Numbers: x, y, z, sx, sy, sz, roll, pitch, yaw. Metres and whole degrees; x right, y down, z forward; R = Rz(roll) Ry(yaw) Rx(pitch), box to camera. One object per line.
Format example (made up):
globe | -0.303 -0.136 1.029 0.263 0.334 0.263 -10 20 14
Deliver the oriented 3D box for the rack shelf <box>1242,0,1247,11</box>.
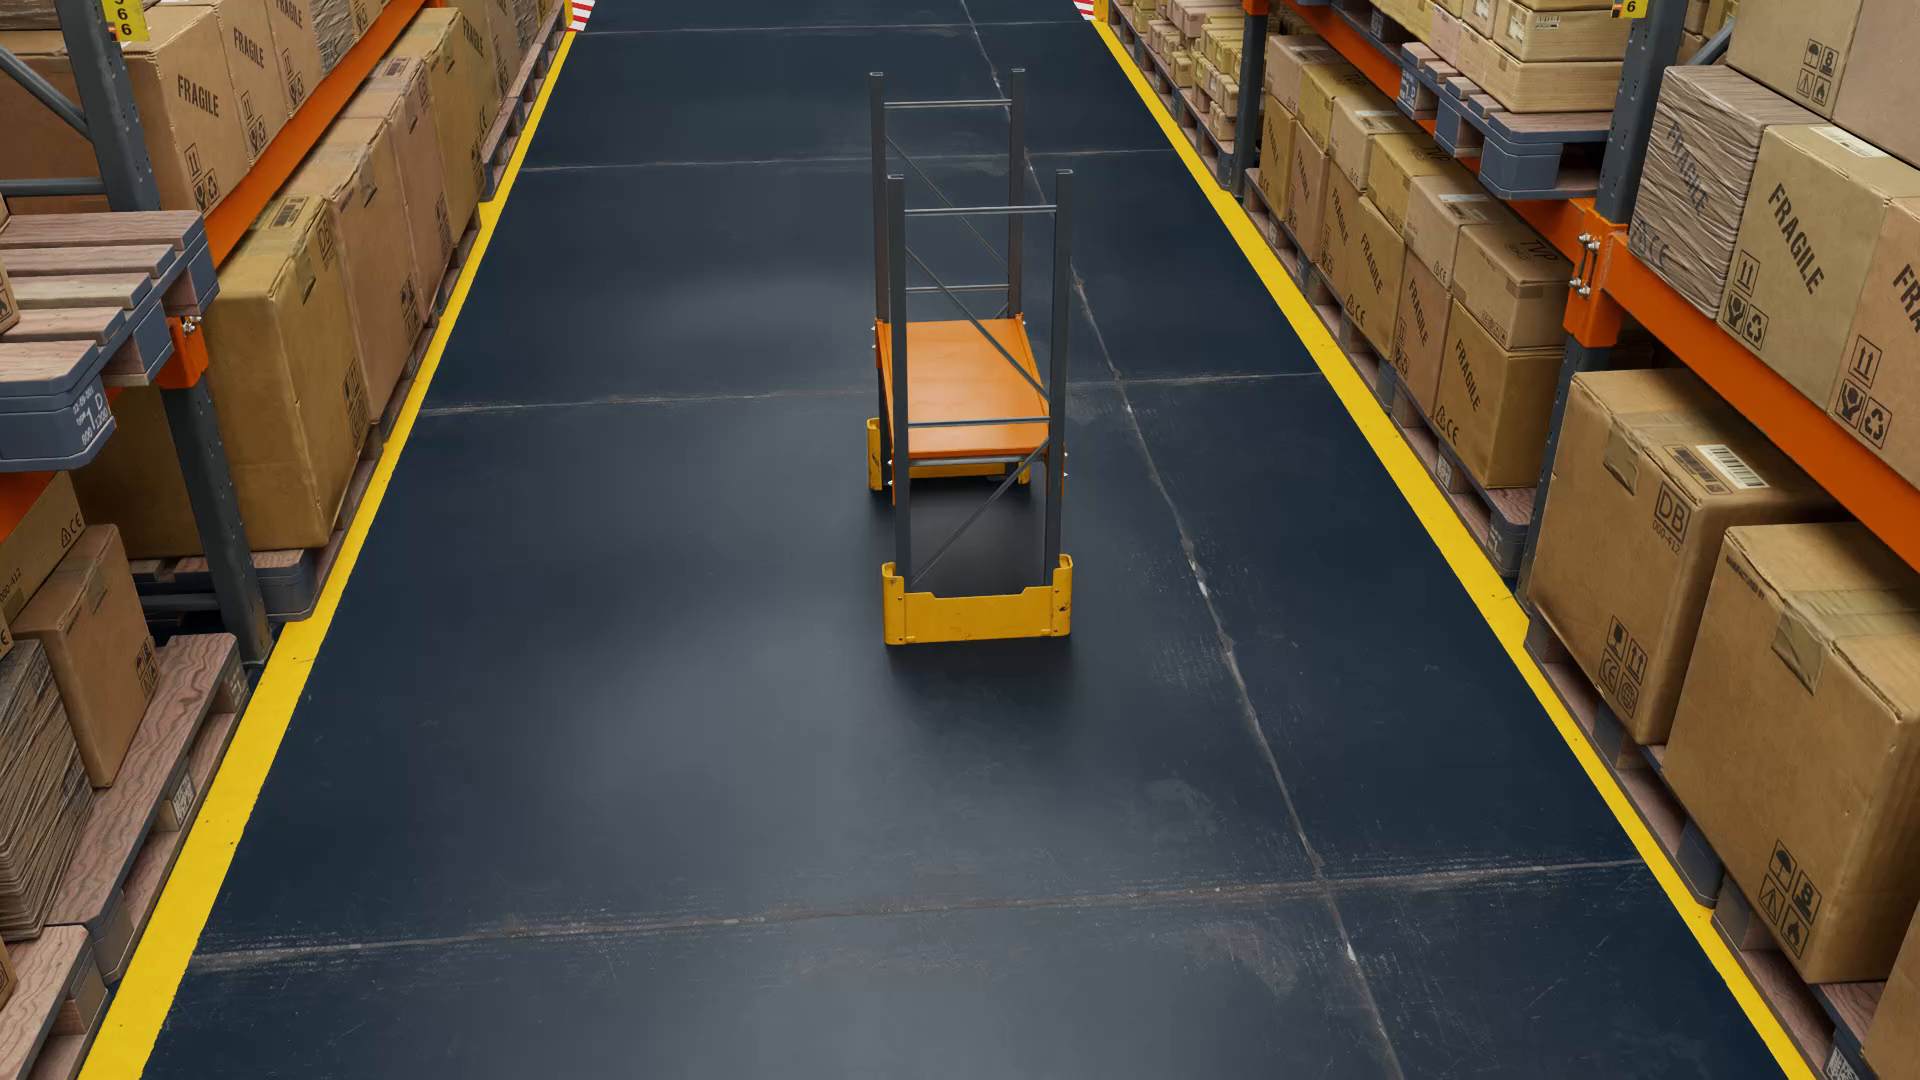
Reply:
rack shelf | 1.752 -3.846 9.965 1.077 0.370 4.000 -3 31 -5

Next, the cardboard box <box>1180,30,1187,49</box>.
cardboard box | 1.538 -3.036 9.989 0.380 0.149 0.250 -4 31 -7

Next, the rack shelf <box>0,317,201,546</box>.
rack shelf | -2.449 0.425 2.815 1.077 0.370 4.000 -3 31 -5

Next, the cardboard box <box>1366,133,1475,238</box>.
cardboard box | 1.897 -1.374 6.423 0.500 0.250 0.500 -2 31 -3

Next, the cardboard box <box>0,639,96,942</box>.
cardboard box | -2.488 0.603 3.824 0.700 0.500 0.500 -5 31 -9

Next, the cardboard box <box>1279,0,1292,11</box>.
cardboard box | 2.084 -3.067 9.750 0.380 0.149 0.250 -2 31 -4

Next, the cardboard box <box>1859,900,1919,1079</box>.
cardboard box | 2.452 0.931 3.050 1.050 0.750 0.750 -3 31 -5

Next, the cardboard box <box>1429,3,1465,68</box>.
cardboard box | 1.763 -1.652 5.425 0.380 0.149 0.250 -2 31 -4

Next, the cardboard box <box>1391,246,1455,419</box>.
cardboard box | 1.946 -0.787 6.171 0.500 0.500 0.500 -2 31 -3

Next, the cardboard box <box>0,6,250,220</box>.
cardboard box | -2.410 -1.209 4.752 0.500 0.500 0.500 -2 31 -3

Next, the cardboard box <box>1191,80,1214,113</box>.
cardboard box | 1.533 -2.542 9.452 0.380 0.149 0.250 -4 31 -6

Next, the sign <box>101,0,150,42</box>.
sign | -2.096 -1.399 4.115 0.100 0.325 0.005 -3 31 -5

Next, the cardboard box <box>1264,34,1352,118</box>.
cardboard box | 1.744 -2.173 7.759 0.500 0.250 0.500 -4 31 -7

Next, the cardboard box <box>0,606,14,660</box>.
cardboard box | -2.483 0.268 3.653 0.500 0.250 0.500 1 31 1

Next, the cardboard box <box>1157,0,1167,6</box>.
cardboard box | 1.418 -3.433 10.362 0.380 0.149 0.250 -2 31 -4

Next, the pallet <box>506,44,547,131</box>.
pallet | -3.119 -2.767 10.176 1.003 0.211 1.213 -3 31 -5

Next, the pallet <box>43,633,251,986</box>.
pallet | -2.564 0.691 4.387 1.003 0.211 1.213 -3 31 -5

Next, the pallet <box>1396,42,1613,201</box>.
pallet | 2.140 -1.368 5.302 1.213 0.211 1.003 -3 31 -5

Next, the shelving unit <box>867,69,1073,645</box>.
shelving unit | 0.007 -0.605 5.300 0.587 1.500 1.083 -3 31 -5

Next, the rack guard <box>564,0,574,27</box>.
rack guard | -3.385 -3.929 11.840 1.175 0.500 0.348 -3 31 -5

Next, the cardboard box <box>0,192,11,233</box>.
cardboard box | -2.545 -0.855 3.749 0.500 0.500 0.500 -6 31 -11

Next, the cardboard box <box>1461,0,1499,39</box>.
cardboard box | 1.786 -1.658 5.146 0.380 0.149 0.250 -2 31 -3

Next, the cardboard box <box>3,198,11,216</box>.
cardboard box | -2.928 -1.188 4.717 0.500 0.500 0.500 -2 31 -3

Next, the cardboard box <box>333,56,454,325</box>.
cardboard box | -2.845 -1.434 6.887 1.225 0.875 0.875 -4 31 -6

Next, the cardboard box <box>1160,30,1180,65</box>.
cardboard box | 1.453 -3.060 10.319 0.380 0.149 0.250 -3 31 -5

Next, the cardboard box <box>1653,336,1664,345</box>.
cardboard box | 2.489 -0.884 5.602 0.500 0.250 0.500 -4 31 -7

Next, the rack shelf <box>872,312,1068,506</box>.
rack shelf | 0.008 -0.446 5.385 0.538 0.185 1.000 -3 31 -5

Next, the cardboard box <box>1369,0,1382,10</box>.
cardboard box | 1.694 -2.049 6.090 0.380 0.149 0.250 -2 31 -3

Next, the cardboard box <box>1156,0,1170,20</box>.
cardboard box | 1.474 -3.450 10.681 0.380 0.149 0.250 -4 31 -7

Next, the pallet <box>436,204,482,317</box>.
pallet | -2.862 -1.360 7.821 1.003 0.211 1.213 -3 31 -5

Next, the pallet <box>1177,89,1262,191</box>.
pallet | 1.841 -2.277 9.357 1.003 0.211 1.213 -3 31 -5

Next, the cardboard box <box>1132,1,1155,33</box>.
cardboard box | 1.346 -3.457 10.983 0.380 0.149 0.250 -2 31 -4

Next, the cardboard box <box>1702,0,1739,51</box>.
cardboard box | 2.467 -1.548 4.961 0.380 0.149 0.250 -1 31 -2

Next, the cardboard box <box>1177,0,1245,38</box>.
cardboard box | 1.489 -3.040 9.704 0.380 0.149 0.250 -4 31 -7

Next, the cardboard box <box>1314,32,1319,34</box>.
cardboard box | 2.146 -2.674 9.093 0.380 0.149 0.250 -1 31 -2

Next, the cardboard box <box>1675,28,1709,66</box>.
cardboard box | 2.446 -1.539 5.236 0.380 0.149 0.250 -1 31 -2

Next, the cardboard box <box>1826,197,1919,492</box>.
cardboard box | 2.182 -0.375 3.355 0.500 0.500 0.500 -3 31 -5

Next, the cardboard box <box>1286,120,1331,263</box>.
cardboard box | 1.795 -1.581 7.499 0.500 0.500 0.500 -1 31 -2

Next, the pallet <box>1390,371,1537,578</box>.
pallet | 2.241 -0.293 6.035 1.003 0.211 1.213 -3 31 -5

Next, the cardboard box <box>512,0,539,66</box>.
cardboard box | -3.158 -3.470 10.297 0.875 0.875 0.875 -3 31 -5

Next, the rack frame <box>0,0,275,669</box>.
rack frame | -2.635 -0.905 4.340 1.000 3.000 0.127 -3 31 -5

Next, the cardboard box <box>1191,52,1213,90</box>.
cardboard box | 1.512 -2.637 9.320 0.380 0.149 0.250 -4 31 -6

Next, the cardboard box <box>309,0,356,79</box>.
cardboard box | -2.557 -1.989 6.058 0.500 0.500 0.500 -3 31 -4

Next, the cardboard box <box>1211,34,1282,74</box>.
cardboard box | 1.583 -2.643 9.040 0.380 0.149 0.250 -2 31 -4
